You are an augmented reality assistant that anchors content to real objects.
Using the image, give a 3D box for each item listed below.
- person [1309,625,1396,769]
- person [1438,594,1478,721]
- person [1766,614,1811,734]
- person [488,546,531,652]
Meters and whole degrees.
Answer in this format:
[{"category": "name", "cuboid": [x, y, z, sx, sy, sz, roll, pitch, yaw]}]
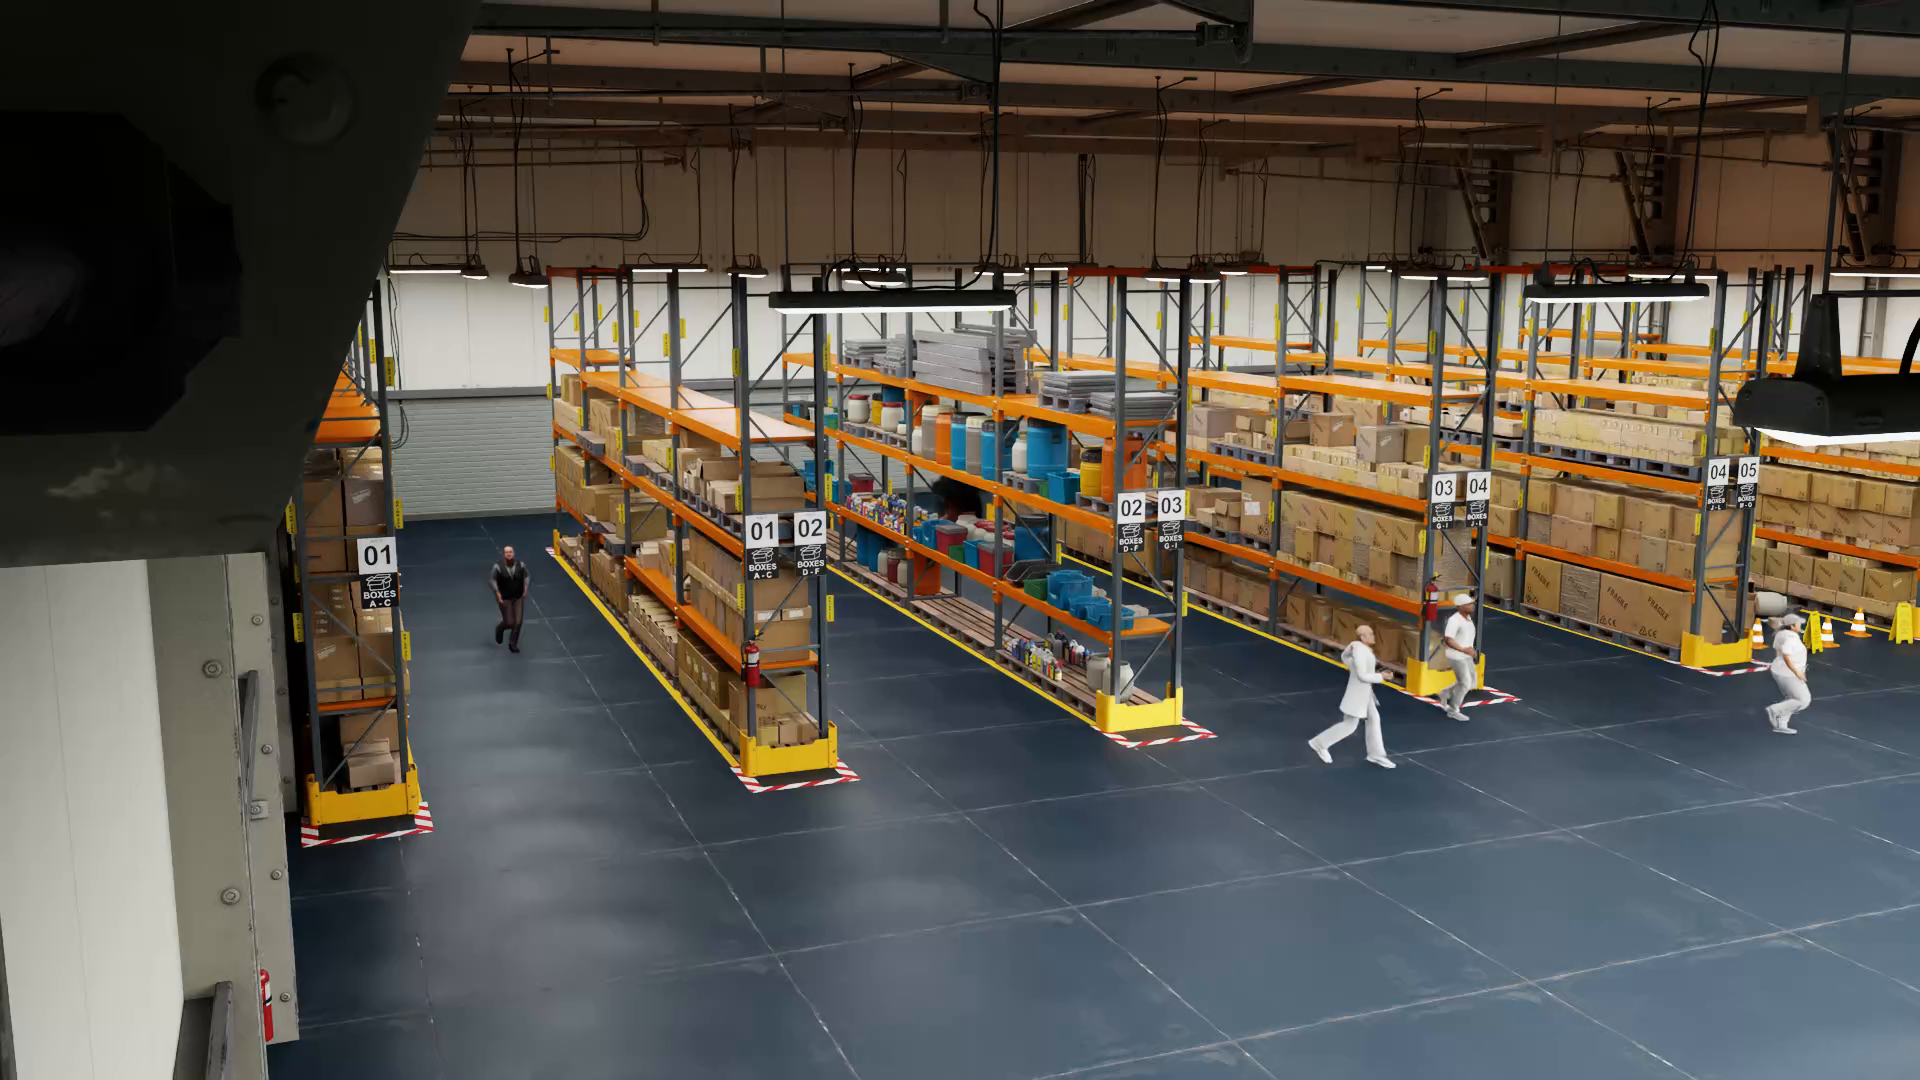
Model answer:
[{"category": "person", "cuboid": [4.863, 1.923, 20.482, 1.061, 1.801, 0.720, 3, 10, 14]}, {"category": "person", "cuboid": [6.798, 1.580, 22.622, 0.588, 1.735, 0.696, 6, 12, 32]}, {"category": "person", "cuboid": [10.899, 1.765, 21.892, 0.554, 1.617, 0.621, 1, 10, 6]}, {"category": "person", "cuboid": [-7.142, 0.932, 26.488, 0.656, 1.696, 0.627, -6, 11, -29]}]
